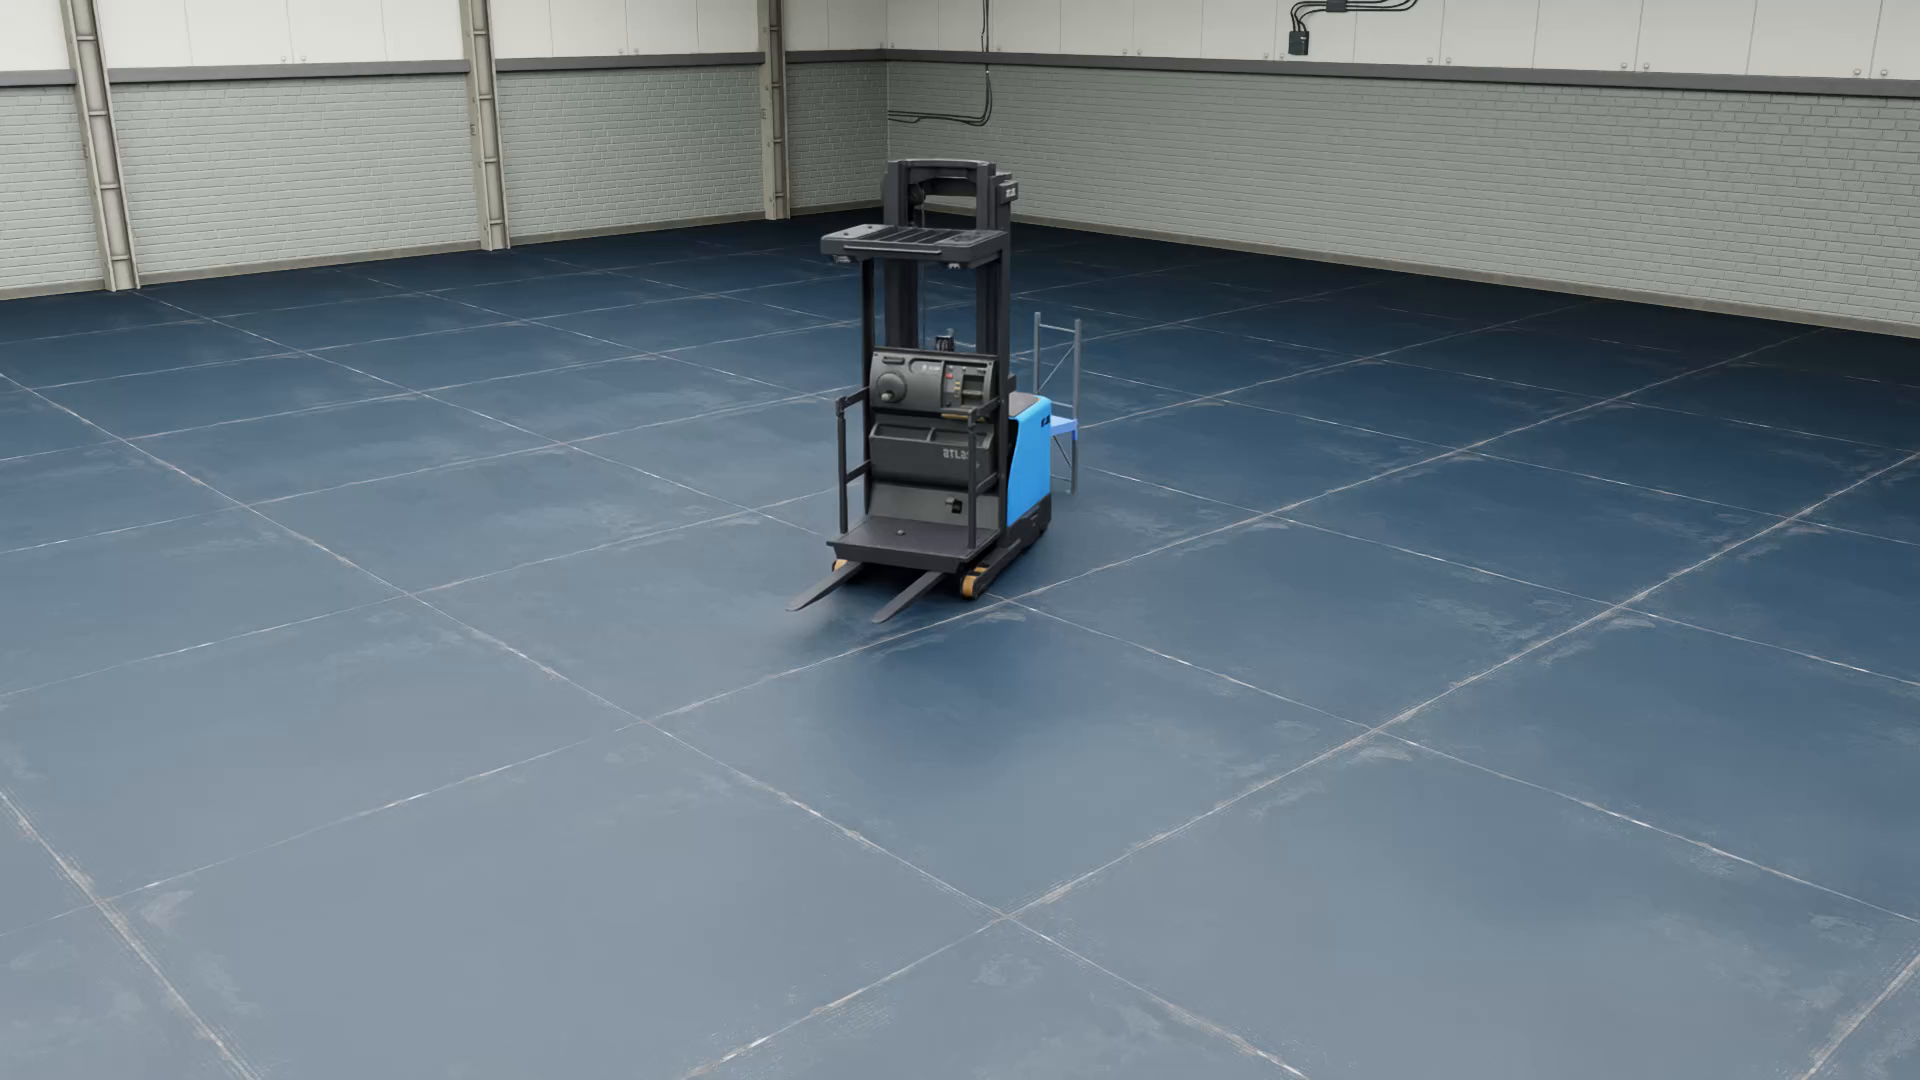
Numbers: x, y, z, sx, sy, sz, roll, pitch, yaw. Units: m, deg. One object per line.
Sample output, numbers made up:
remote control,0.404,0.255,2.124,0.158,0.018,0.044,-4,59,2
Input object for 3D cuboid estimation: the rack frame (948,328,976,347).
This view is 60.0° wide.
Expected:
rack frame,0.089,-0.941,13.455,0.032,1.500,0.500,-17,24,-42

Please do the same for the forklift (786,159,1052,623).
forklift,-0.281,-1.126,11.704,1.130,2.935,3.031,7,19,20

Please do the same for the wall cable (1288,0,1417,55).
wall cable,6.027,-10.319,24.708,0.169,6.003,2.305,-16,24,-41

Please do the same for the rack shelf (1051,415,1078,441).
rack shelf,0.453,-0.879,13.849,1.000,0.185,0.538,-17,24,-42

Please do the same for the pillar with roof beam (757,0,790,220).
pillar with roof beam,-0.575,-9.540,27.818,0.400,9.000,9.100,-16,24,-41

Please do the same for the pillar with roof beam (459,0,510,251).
pillar with roof beam,-4.935,-8.268,23.896,0.400,9.000,9.100,-16,24,-41

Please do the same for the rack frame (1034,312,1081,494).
rack frame,0.816,-1.160,14.131,0.032,1.500,0.500,-17,24,-42

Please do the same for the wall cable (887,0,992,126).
wall cable,-0.484,-9.355,32.283,0.112,2.526,3.097,-16,24,-41

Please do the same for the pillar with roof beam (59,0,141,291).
pillar with roof beam,-9.294,-6.997,19.975,0.400,9.000,9.100,-16,24,-41

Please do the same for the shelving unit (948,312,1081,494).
shelving unit,0.453,-1.051,13.793,1.048,1.500,0.538,-17,24,-42
